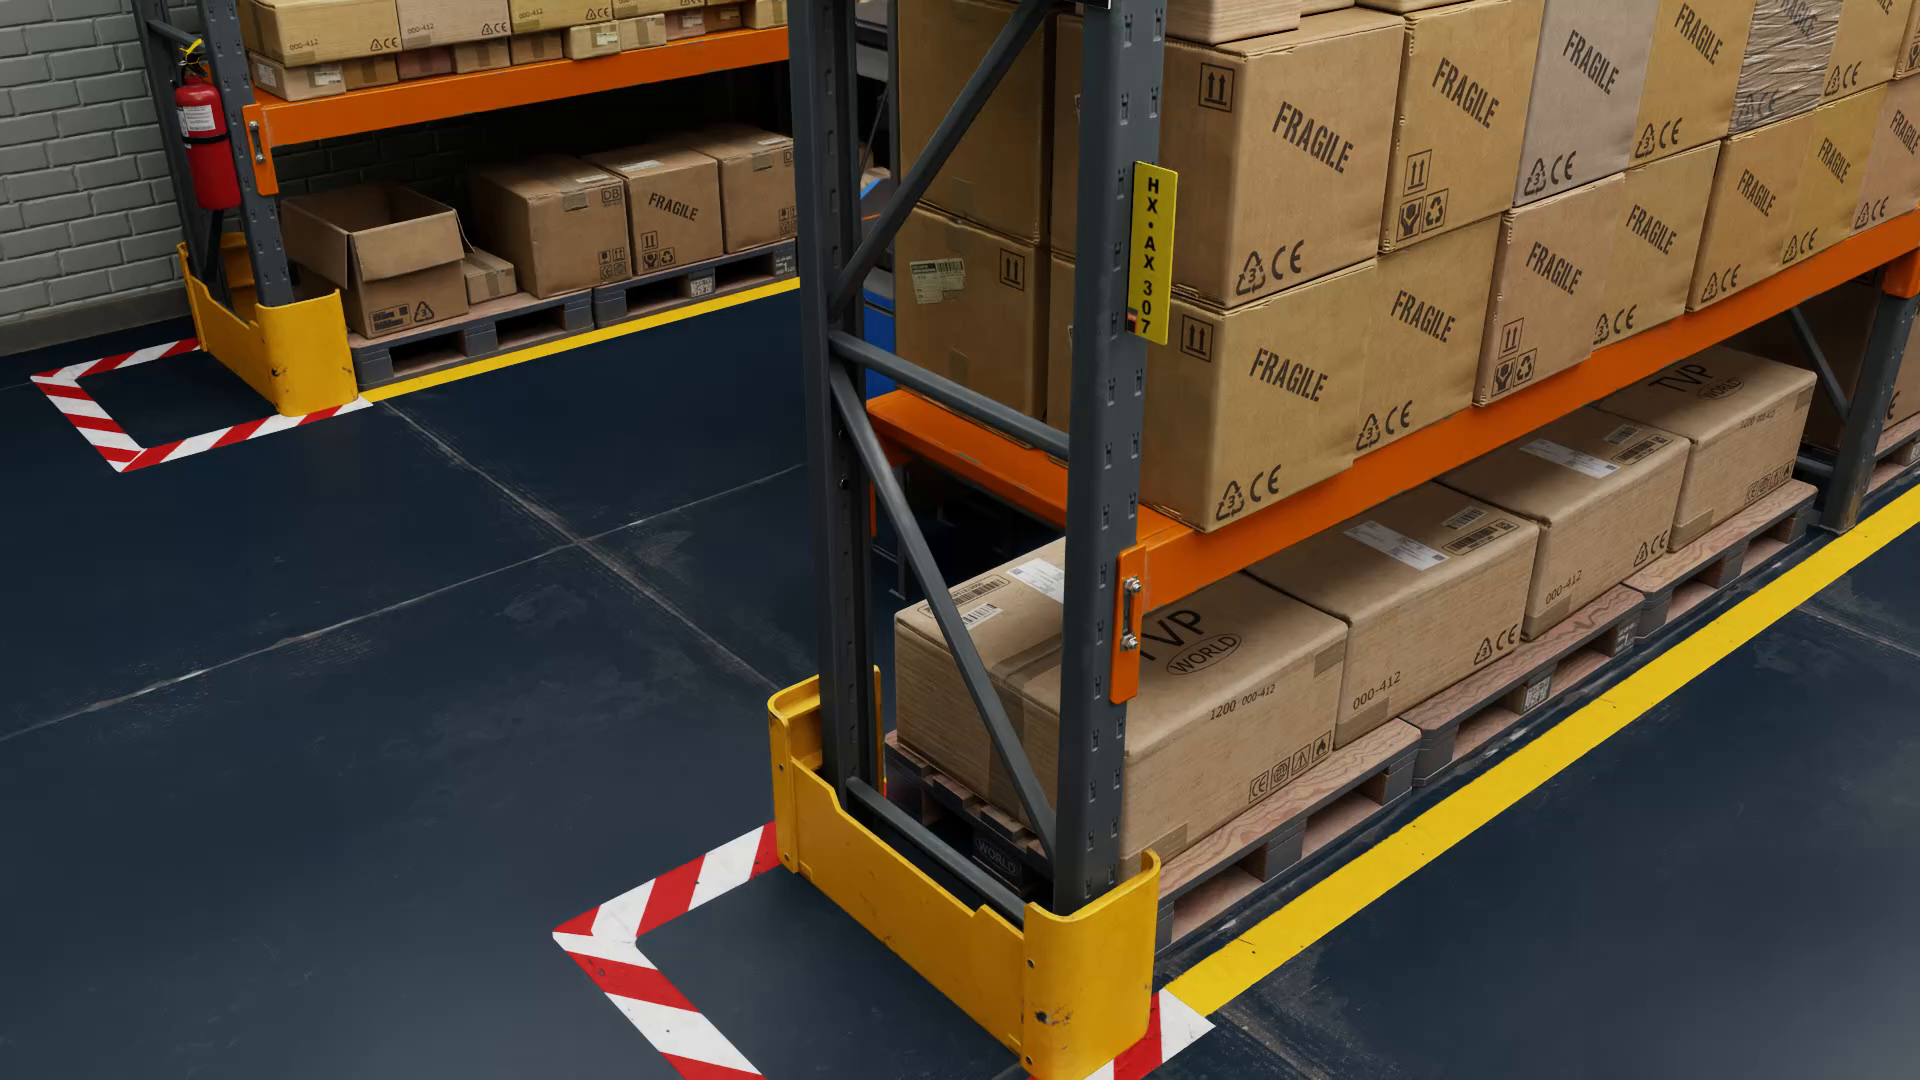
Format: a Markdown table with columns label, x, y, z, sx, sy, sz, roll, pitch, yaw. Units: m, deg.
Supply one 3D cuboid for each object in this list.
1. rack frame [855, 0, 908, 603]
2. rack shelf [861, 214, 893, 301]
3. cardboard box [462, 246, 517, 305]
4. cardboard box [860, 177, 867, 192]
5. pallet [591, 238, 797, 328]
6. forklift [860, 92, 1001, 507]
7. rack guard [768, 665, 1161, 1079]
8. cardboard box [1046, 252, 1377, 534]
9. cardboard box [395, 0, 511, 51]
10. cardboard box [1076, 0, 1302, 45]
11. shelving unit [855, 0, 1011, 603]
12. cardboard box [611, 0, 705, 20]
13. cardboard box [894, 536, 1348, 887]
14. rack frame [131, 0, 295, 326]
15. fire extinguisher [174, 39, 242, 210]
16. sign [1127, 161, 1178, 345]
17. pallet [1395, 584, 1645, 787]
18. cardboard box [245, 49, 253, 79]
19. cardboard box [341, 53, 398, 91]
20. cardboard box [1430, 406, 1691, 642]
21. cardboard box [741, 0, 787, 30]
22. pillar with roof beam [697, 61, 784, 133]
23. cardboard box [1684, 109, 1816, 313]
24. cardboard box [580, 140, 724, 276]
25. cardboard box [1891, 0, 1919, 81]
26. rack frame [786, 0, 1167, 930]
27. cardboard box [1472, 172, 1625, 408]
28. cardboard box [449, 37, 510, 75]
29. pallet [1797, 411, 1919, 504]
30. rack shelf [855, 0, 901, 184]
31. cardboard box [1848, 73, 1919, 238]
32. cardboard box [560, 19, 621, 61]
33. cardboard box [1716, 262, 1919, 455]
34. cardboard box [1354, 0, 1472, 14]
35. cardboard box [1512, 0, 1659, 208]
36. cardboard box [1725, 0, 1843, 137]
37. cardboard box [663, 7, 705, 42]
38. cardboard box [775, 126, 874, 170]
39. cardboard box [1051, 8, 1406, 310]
| label | x | y | z | sx | sy | sz | roll | pitch | yaw |
| --- | --- | --- | --- | --- | --- | --- | --- | --- | --- |
| rack frame | -0.319 | -0.779 | 5.480 | 0.015 | 2.100 | 0.400 | -22 | 35 | -35 |
| rack shelf | -0.135 | -0.843 | 5.628 | 0.480 | 0.518 | 0.431 | -22 | 35 | -35 |
| cardboard box | -2.355 | -1.282 | 8.045 | 0.250 | 0.149 | 0.380 | -24 | 36 | -37 |
| cardboard box | -0.692 | -1.903 | 9.083 | 0.258 | 0.266 | 0.396 | -20 | 34 | -33 |
| pallet | -1.639 | -1.494 | 8.821 | 1.213 | 0.211 | 1.003 | -22 | 35 | -35 |
| forklift | 0.300 | -2.073 | 7.019 | 1.130 | 2.935 | 3.031 | 7 | 29 | 13 |
| rack guard | -0.024 | 0.804 | 4.216 | 0.348 | 0.500 | 1.175 | -22 | 35 | -35 |
| cardboard box | 0.546 | -0.394 | 3.699 | 0.500 | 0.500 | 0.500 | -22 | 35 | -35 |
| cardboard box | -2.327 | -2.346 | 7.302 | 0.500 | 0.250 | 0.500 | -21 | 35 | -34 |
| cardboard box | 0.444 | -1.087 | 3.246 | 0.250 | 0.149 | 0.380 | -21 | 35 | -34 |
| shelving unit | -0.135 | -0.855 | 5.621 | 0.503 | 2.100 | 0.431 | -22 | 35 | -35 |
| cardboard box | -1.568 | -2.667 | 7.901 | 0.500 | 0.250 | 0.500 | -23 | 36 | -36 |
| cardboard box | 0.432 | 0.401 | 4.590 | 0.875 | 0.438 | 0.875 | -23 | 36 | -37 |
| rack frame | -3.230 | -2.085 | 6.969 | 0.127 | 3.000 | 1.000 | -22 | 35 | -35 |
| fire extinguisher | -3.042 | -1.676 | 6.680 | 0.183 | 0.674 | 0.296 | -22 | 35 | -35 |
| sign | 0.350 | -0.522 | 3.042 | 0.005 | 0.325 | 0.100 | -22 | 35 | -35 |
| pallet | 1.479 | 0.280 | 5.503 | 1.213 | 0.211 | 1.003 | -22 | 35 | -35 |
| cardboard box | -3.152 | -2.172 | 7.398 | 0.250 | 0.149 | 0.380 | -22 | 35 | -35 |
| cardboard box | -2.639 | -2.071 | 7.209 | 0.250 | 0.149 | 0.380 | -21 | 35 | -34 |
| cardboard box | 1.809 | -0.157 | 5.635 | 0.875 | 0.438 | 0.875 | -23 | 36 | -36 |
| cardboard box | -1.025 | -2.675 | 8.340 | 0.250 | 0.149 | 0.380 | -22 | 35 | -36 |
| pillar with roof beam | 1.492 | -4.521 | 5.162 | 0.400 | 9.000 | 9.100 | -22 | 35 | -35 |
| cardboard box | 2.090 | -1.022 | 4.874 | 0.500 | 0.500 | 0.500 | -23 | 35 | -36 |
| cardboard box | -1.561 | -1.694 | 8.444 | 0.500 | 0.500 | 0.500 | -21 | 35 | -34 |
| cardboard box | 2.858 | -1.772 | 5.216 | 0.500 | 0.500 | 0.500 | -22 | 35 | -35 |
| rack frame | -0.006 | -0.306 | 3.640 | 0.127 | 3.000 | 1.000 | -22 | 35 | -35 |
| cardboard box | 1.311 | -0.708 | 4.286 | 0.500 | 0.500 | 0.500 | -22 | 35 | -35 |
| cardboard box | -2.229 | -2.219 | 7.486 | 0.250 | 0.149 | 0.380 | -21 | 34 | -33 |
| pallet | 3.575 | -0.563 | 7.080 | 1.213 | 0.211 | 1.003 | -22 | 35 | -35 |
| rack shelf | -0.135 | -1.460 | 5.298 | 0.480 | 0.518 | 0.431 | -22 | 35 | -35 |
| cardboard box | 2.850 | -1.340 | 5.470 | 0.500 | 0.500 | 0.500 | -22 | 35 | -34 |
| cardboard box | -1.790 | -2.352 | 7.736 | 0.250 | 0.149 | 0.380 | -23 | 36 | -36 |
| cardboard box | 3.457 | -0.996 | 6.741 | 0.875 | 0.875 | 0.875 | -21 | 34 | -33 |
| cardboard box | 0.869 | -1.231 | 3.515 | 0.250 | 0.149 | 0.380 | -21 | 34 | -33 |
| cardboard box | 1.319 | -1.157 | 4.065 | 0.500 | 0.500 | 0.500 | -22 | 35 | -35 |
| cardboard box | 2.085 | -1.460 | 4.633 | 0.500 | 0.500 | 0.500 | -21 | 35 | -34 |
| cardboard box | -1.451 | -2.544 | 8.094 | 0.250 | 0.149 | 0.380 | -22 | 35 | -35 |
| cardboard box | -0.843 | -2.190 | 9.574 | 0.500 | 0.311 | 0.500 | -20 | 34 | -33 |
| cardboard box | 0.544 | -0.836 | 3.465 | 0.500 | 0.500 | 0.500 | -23 | 36 | -36 |
